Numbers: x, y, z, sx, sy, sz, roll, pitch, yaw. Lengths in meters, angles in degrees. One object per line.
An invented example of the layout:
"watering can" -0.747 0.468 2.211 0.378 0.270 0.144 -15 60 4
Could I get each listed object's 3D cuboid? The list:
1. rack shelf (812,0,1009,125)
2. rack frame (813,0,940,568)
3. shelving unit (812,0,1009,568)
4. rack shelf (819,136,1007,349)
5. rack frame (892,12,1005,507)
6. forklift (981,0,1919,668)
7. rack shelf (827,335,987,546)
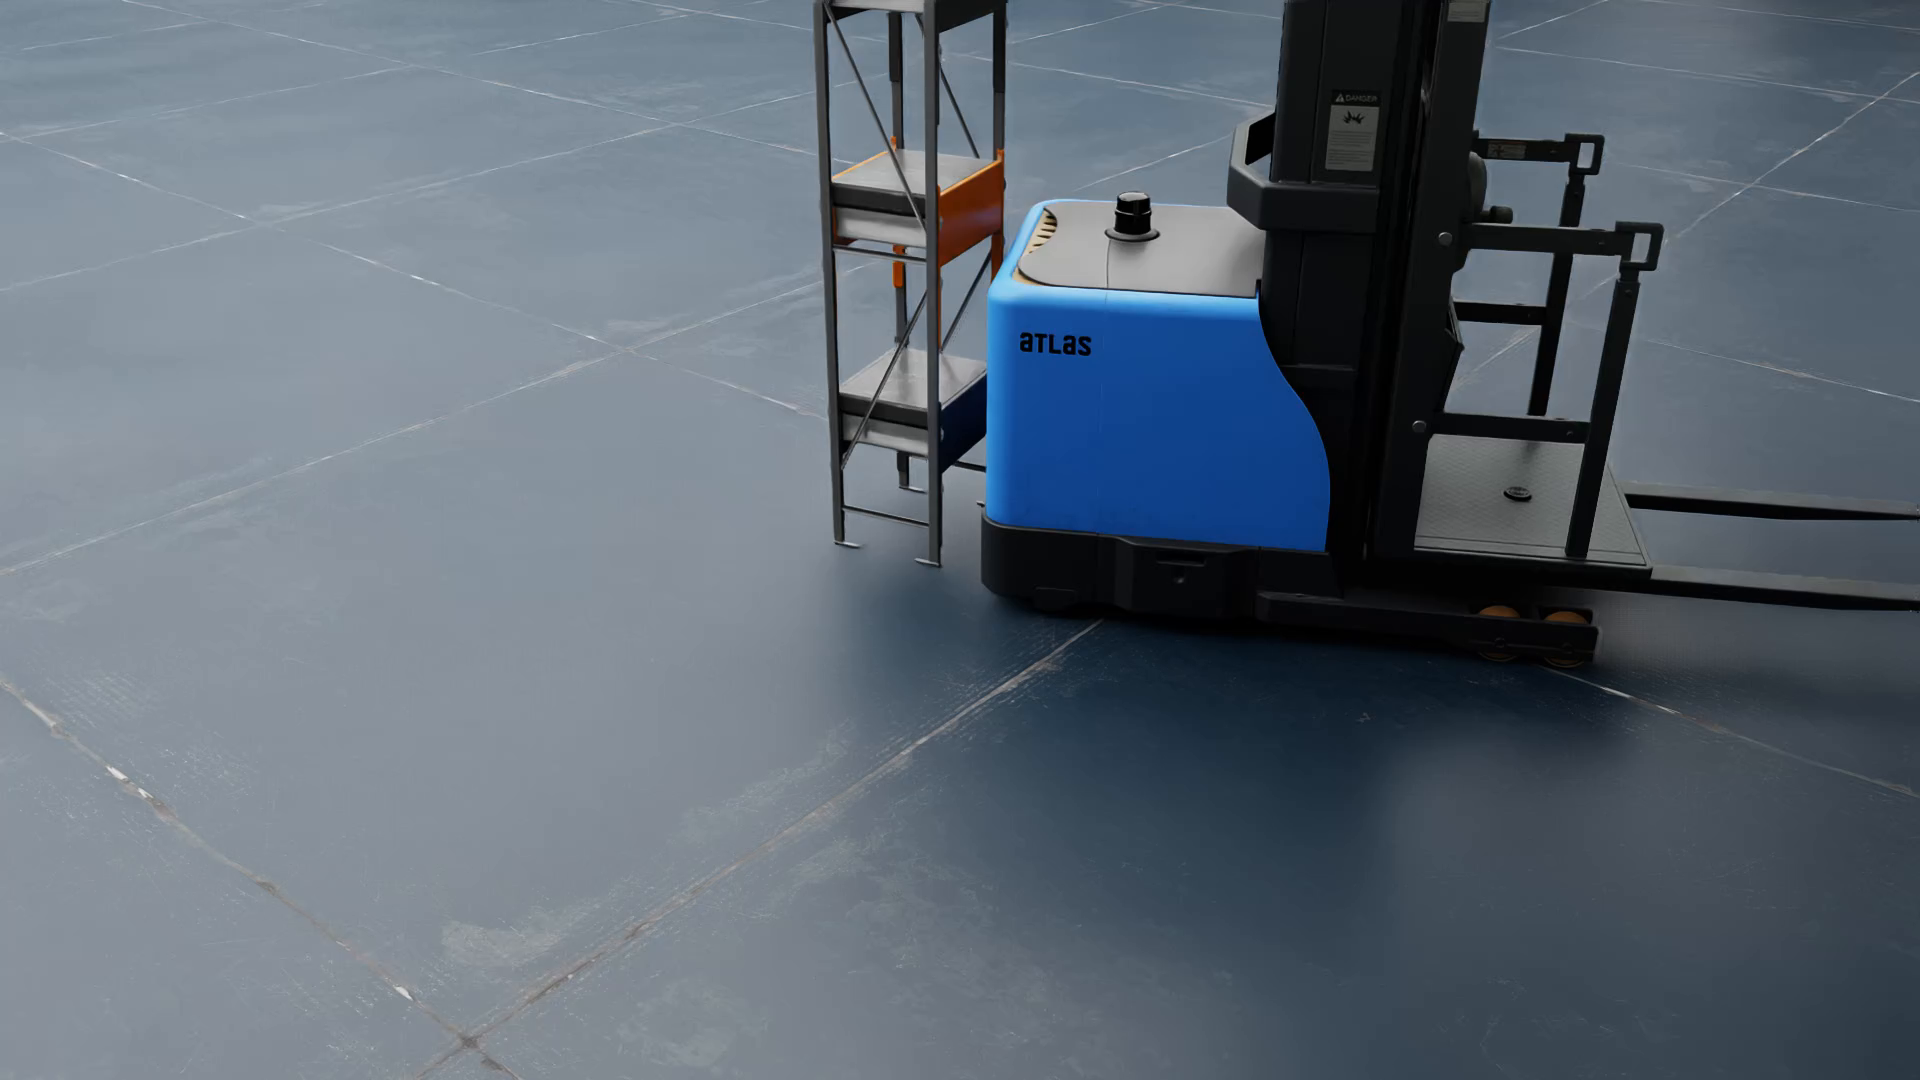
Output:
"rack shelf" -0.145 -1.592 5.047 0.431 0.518 0.480 12 30 22
"rack frame" -0.250 -0.881 5.168 0.400 2.100 0.015 12 30 22
"shelving unit" -0.145 -0.982 5.363 0.431 2.100 0.503 12 30 22
"rack shelf" -0.145 -0.970 5.370 0.431 0.518 0.480 12 30 22
"rack frame" -0.040 -1.084 5.559 0.400 2.100 0.015 12 30 22
"forklift" 1.635 -1.182 4.846 3.031 2.935 1.130 5 28 9
"rack shelf" -0.145 -0.349 5.692 0.431 0.518 0.480 12 30 22
